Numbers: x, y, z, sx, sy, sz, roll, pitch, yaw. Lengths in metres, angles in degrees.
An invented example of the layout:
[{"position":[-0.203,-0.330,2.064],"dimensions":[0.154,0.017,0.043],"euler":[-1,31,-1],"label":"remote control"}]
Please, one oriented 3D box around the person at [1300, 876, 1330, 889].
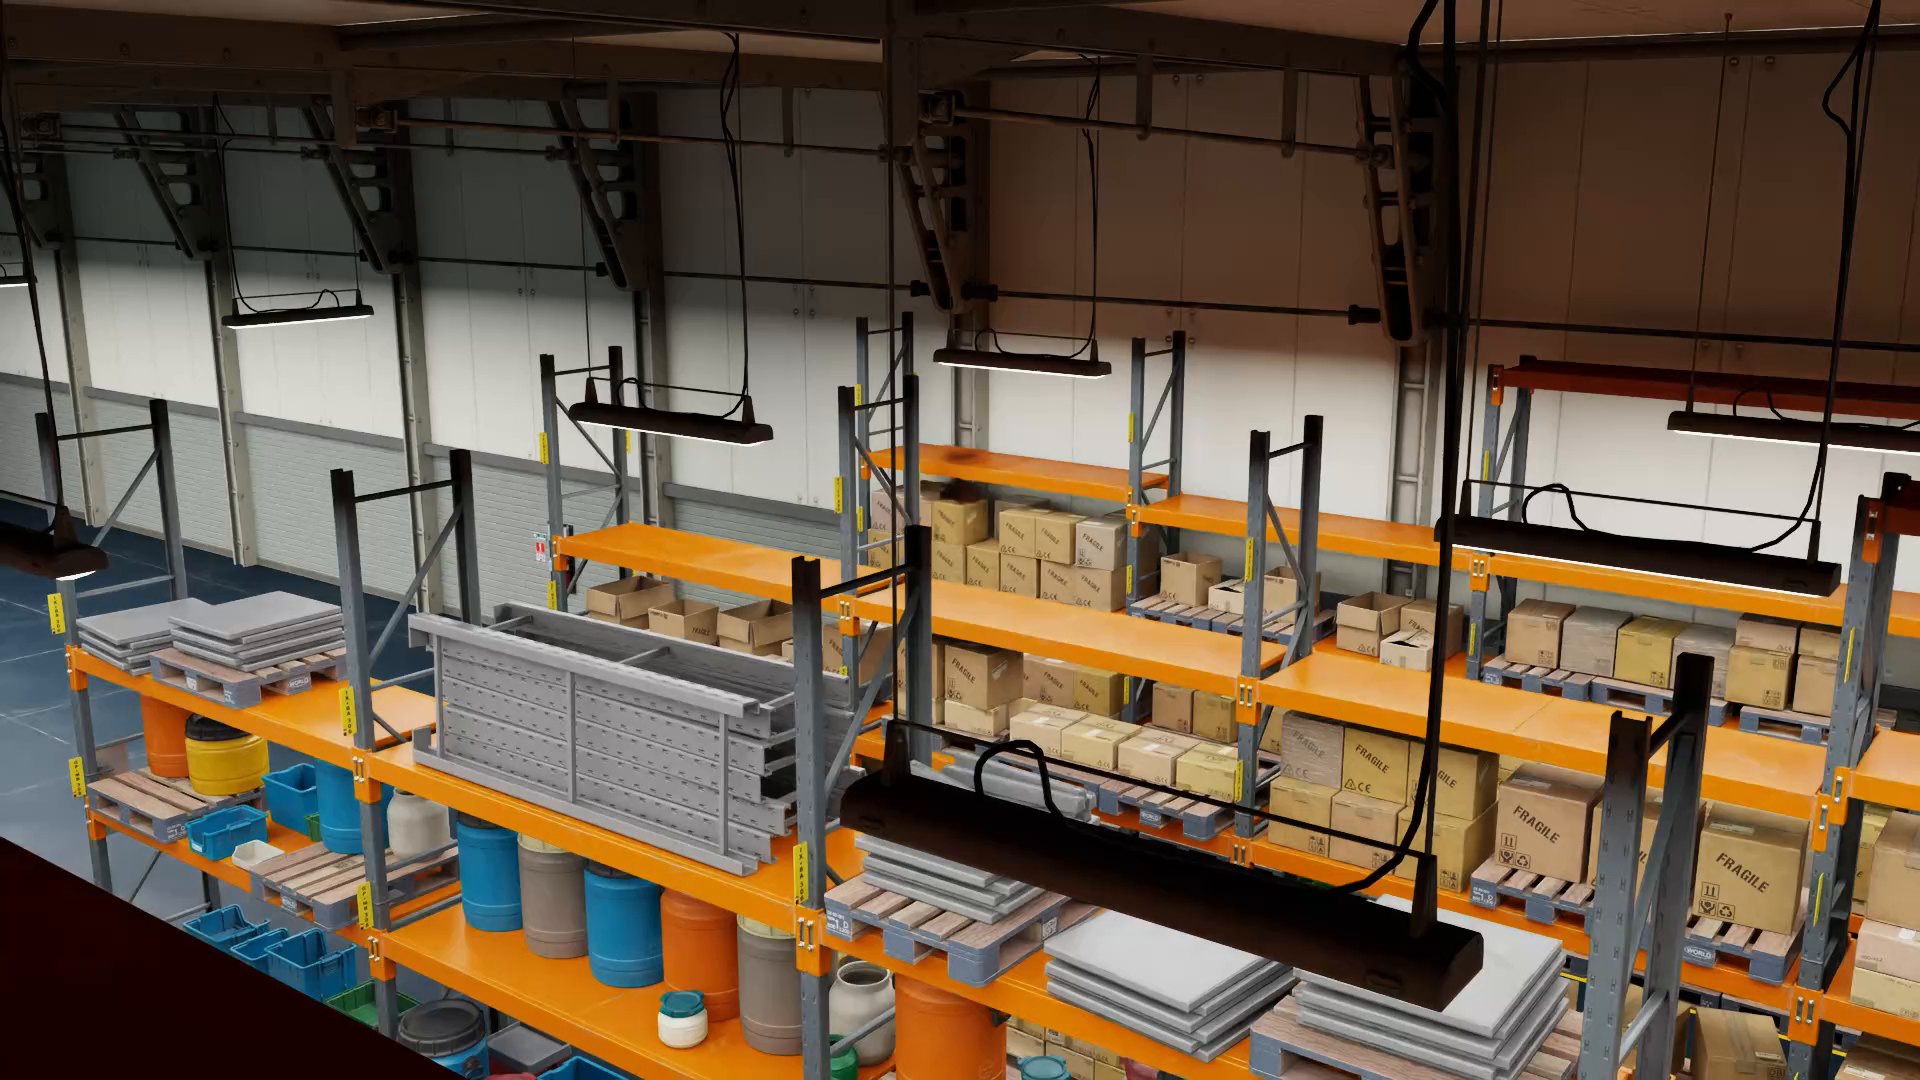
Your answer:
[{"position":[3.673,3.345,17.148],"dimensions":[0.866,1.813,0.628],"euler":[10,16,36],"label":"person"}]
